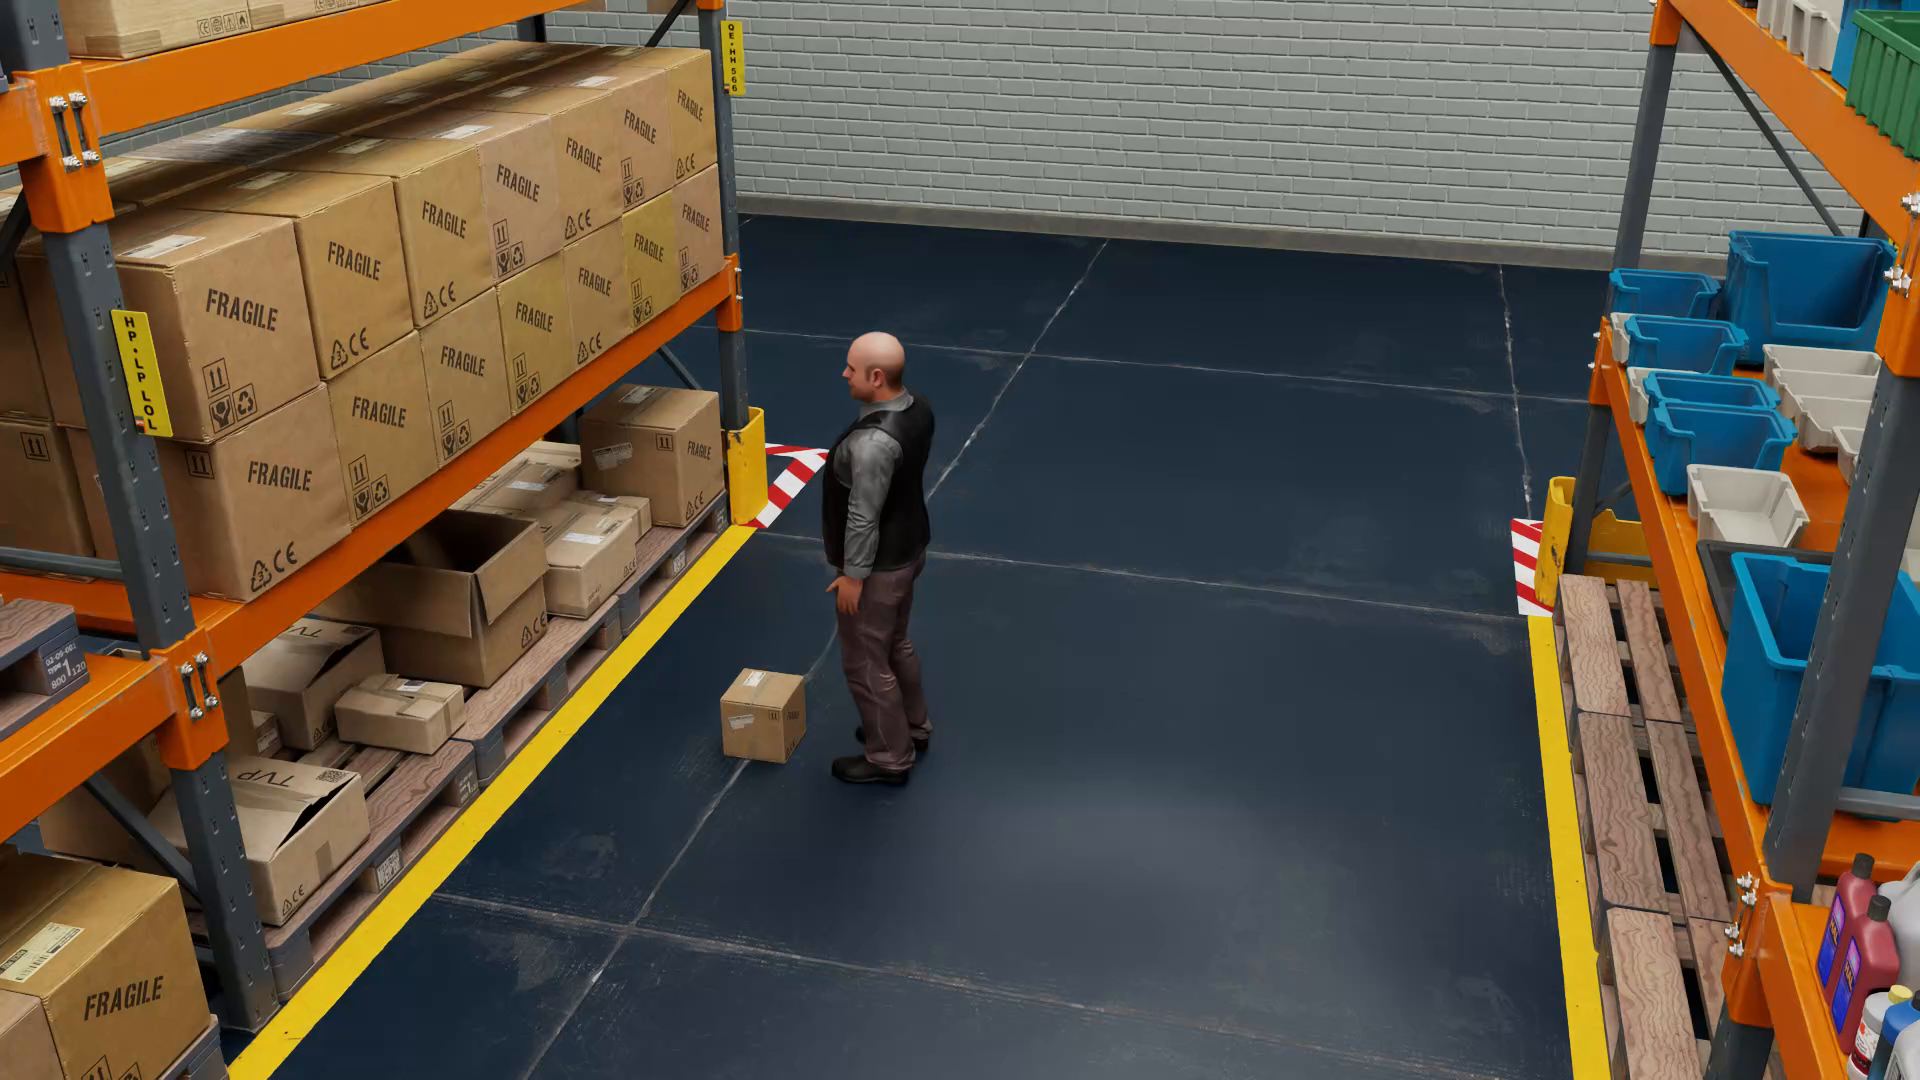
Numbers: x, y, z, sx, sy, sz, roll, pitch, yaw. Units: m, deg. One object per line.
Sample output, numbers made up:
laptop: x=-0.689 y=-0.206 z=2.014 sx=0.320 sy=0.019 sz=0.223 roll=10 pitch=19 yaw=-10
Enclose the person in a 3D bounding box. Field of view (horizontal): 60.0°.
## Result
person: x=-0.300 y=0.078 z=5.986 sx=0.360 sy=1.721 sz=0.533 roll=7 pitch=26 yaw=14
